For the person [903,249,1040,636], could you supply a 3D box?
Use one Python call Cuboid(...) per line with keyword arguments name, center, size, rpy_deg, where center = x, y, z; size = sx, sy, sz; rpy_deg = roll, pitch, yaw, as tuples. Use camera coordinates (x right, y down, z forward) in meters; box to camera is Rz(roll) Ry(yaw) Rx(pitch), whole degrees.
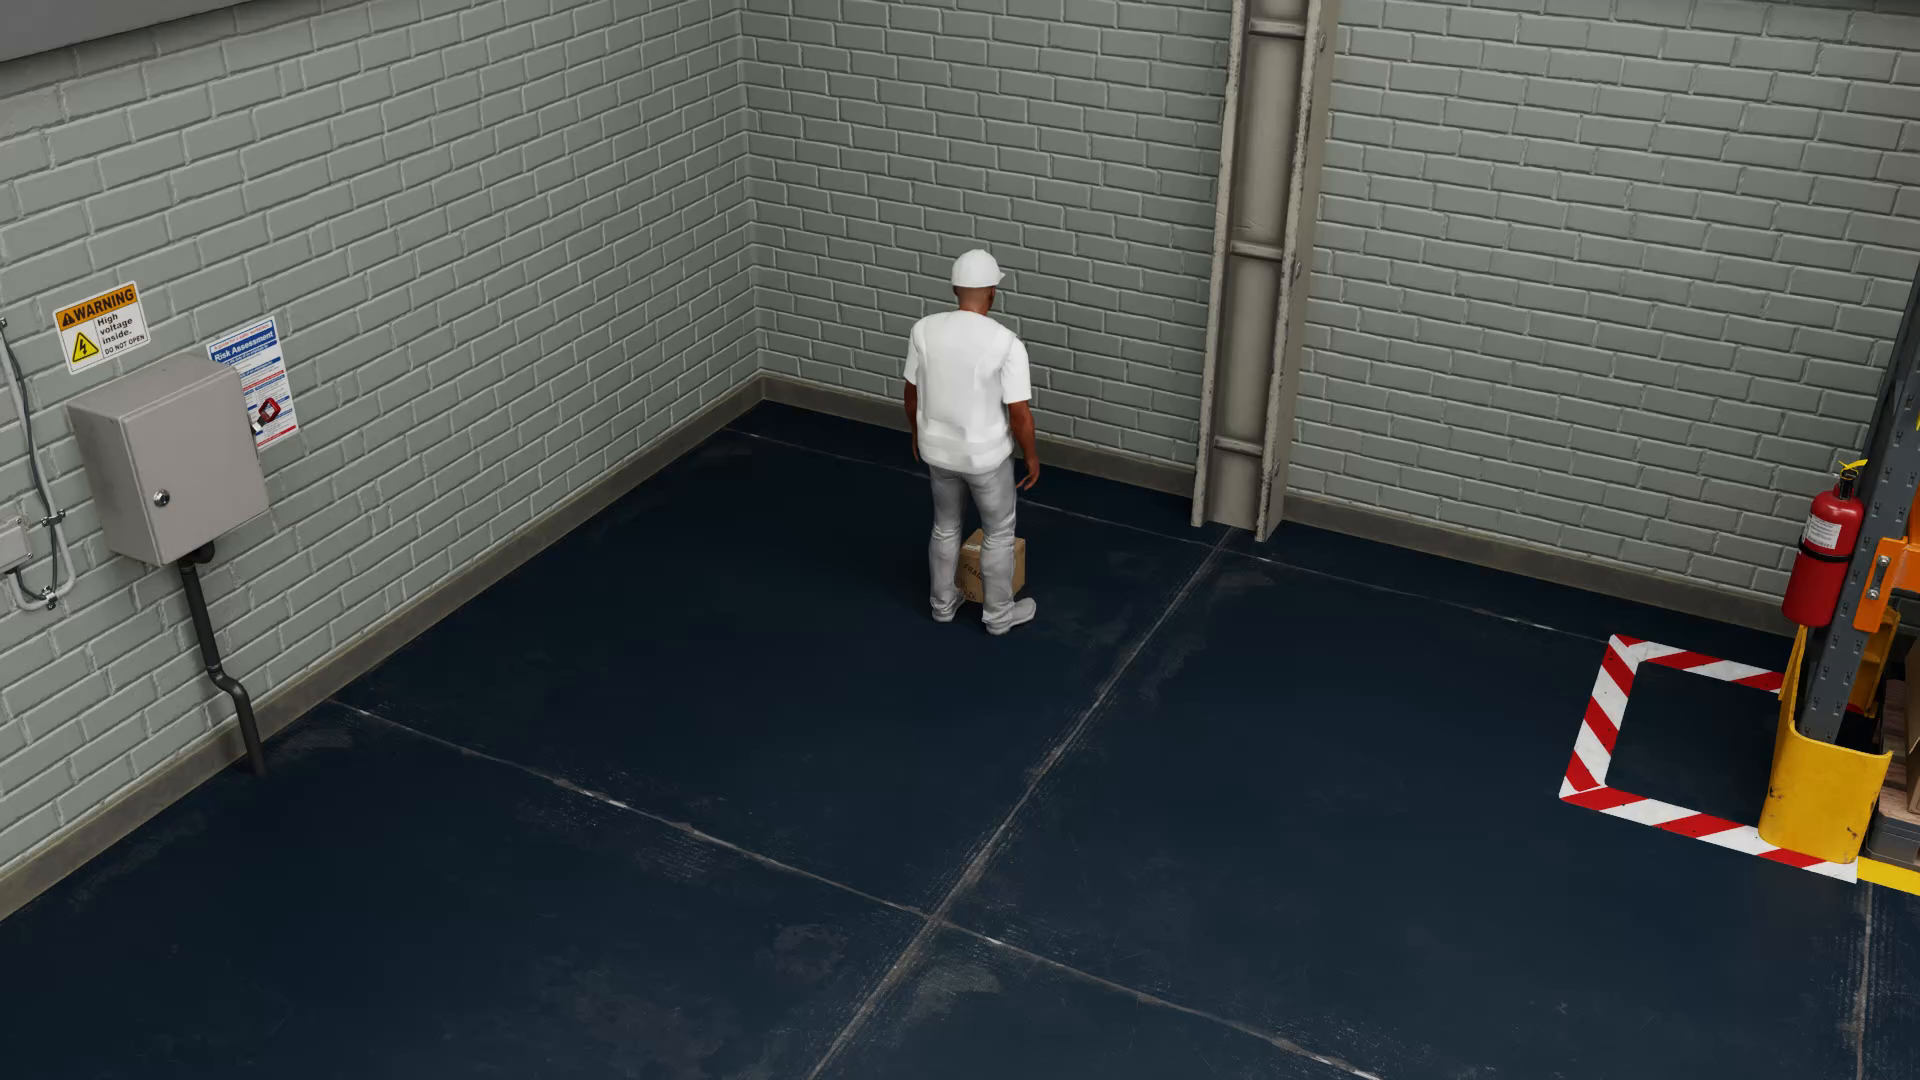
Cuboid(name="person", center=(0.054, -0.415, 7.333), size=(0.627, 1.761, 0.456), rpy_deg=(15, 33, 24))
